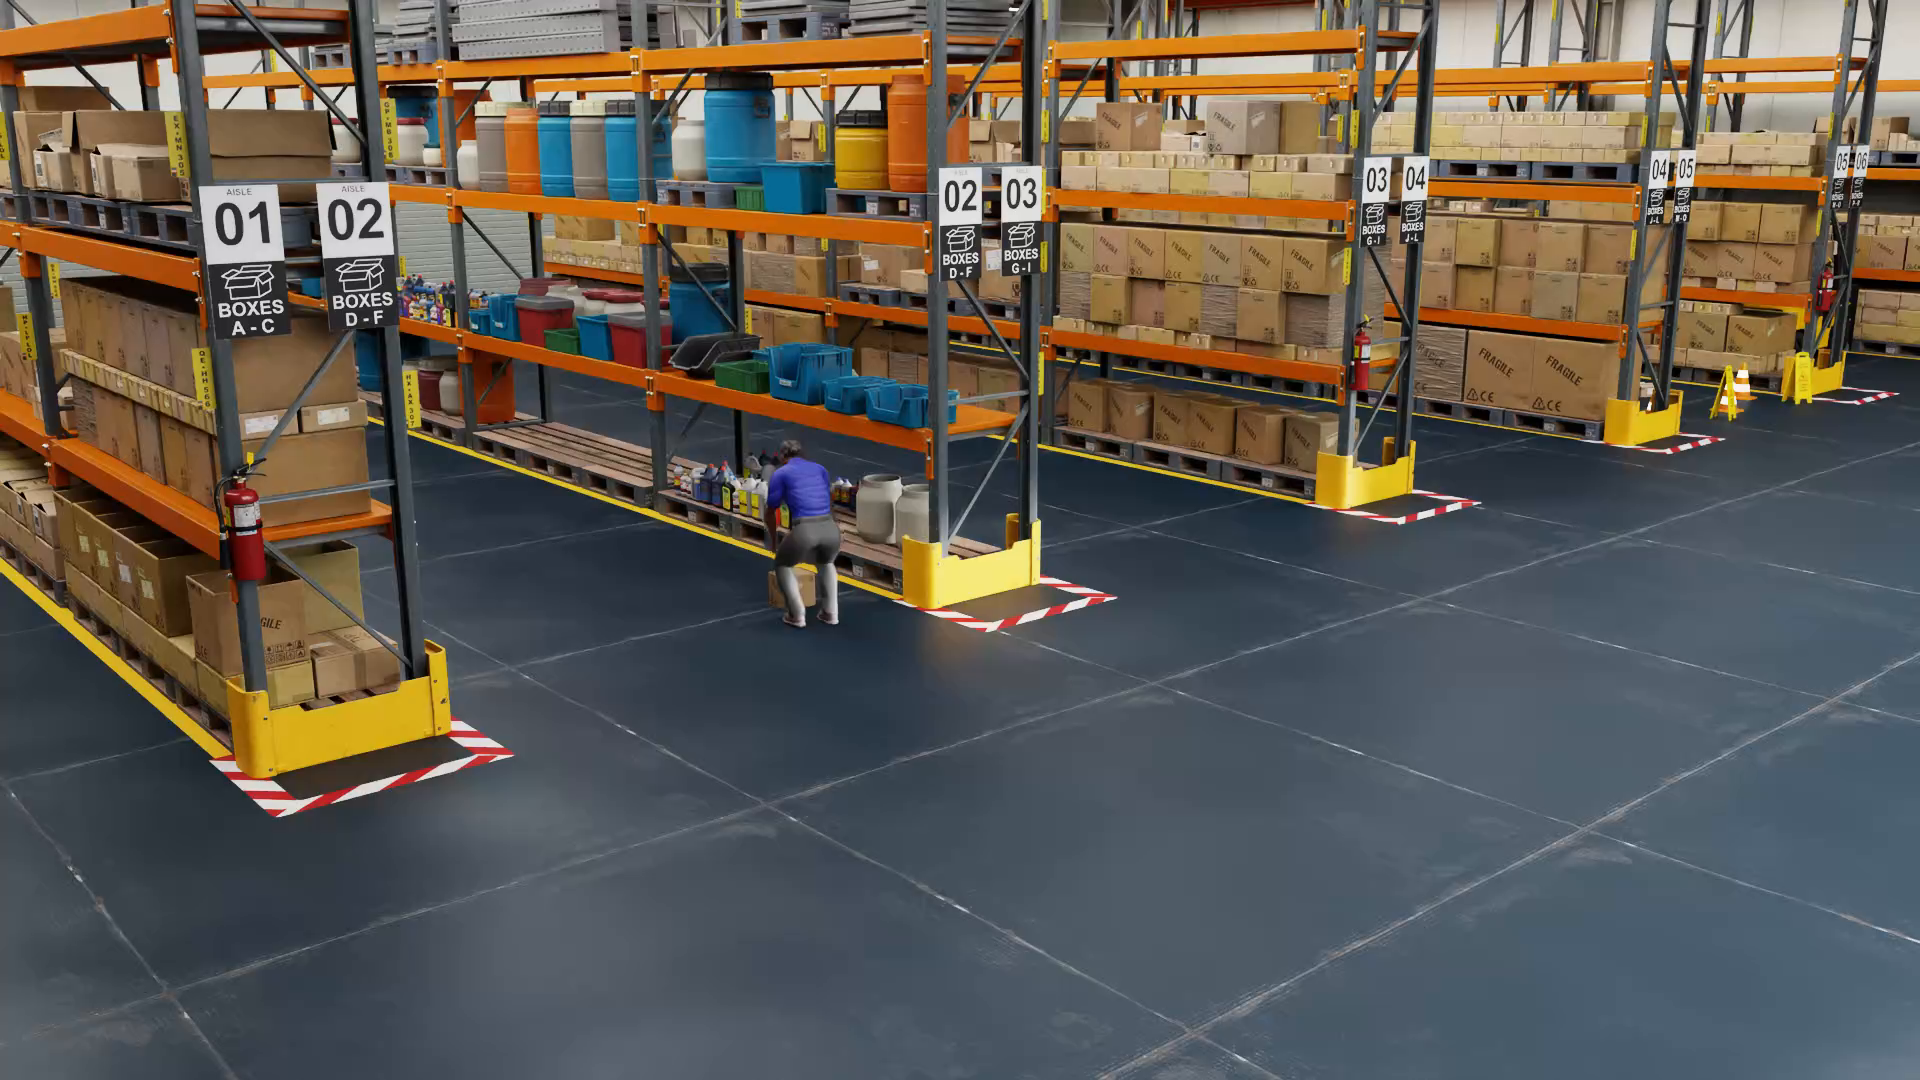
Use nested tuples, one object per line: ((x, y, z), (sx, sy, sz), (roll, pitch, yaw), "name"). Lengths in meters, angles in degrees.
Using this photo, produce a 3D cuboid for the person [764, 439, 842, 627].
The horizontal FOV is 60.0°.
((-1.126, -0.036, 11.896), (0.496, 1.304, 0.669), (-5, 15, -20), "person")
